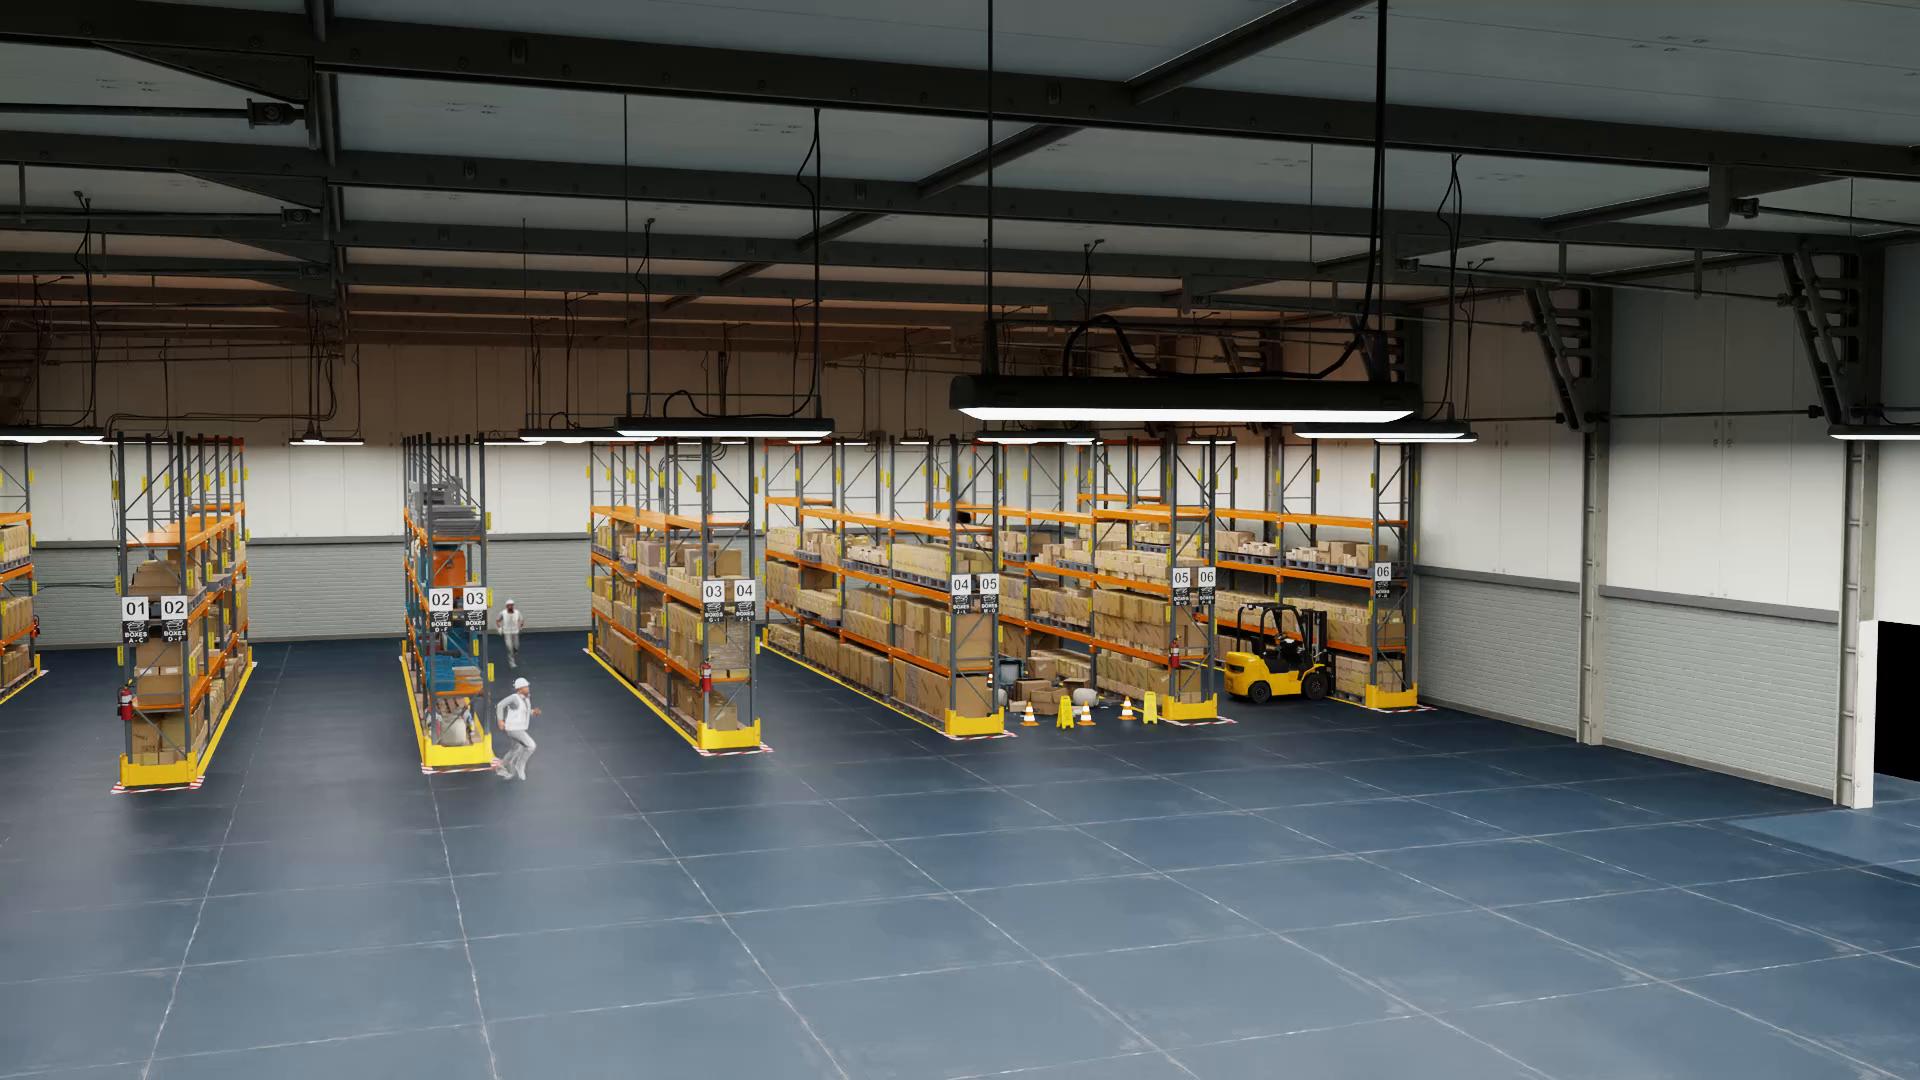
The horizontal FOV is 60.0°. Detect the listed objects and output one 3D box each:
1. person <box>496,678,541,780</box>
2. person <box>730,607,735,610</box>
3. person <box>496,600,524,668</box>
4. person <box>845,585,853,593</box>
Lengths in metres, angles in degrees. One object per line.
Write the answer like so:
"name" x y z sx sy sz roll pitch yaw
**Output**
"person" -7.600 3.249 28.583 0.805 1.752 0.684 1 3 11
"person" -6.501 2.234 47.455 0.720 1.738 0.577 0 3 -8
"person" -11.713 2.436 43.348 0.688 1.758 0.795 -2 4 -27
"person" -3.258 2.189 48.604 0.621 1.725 0.856 -2 4 -37
